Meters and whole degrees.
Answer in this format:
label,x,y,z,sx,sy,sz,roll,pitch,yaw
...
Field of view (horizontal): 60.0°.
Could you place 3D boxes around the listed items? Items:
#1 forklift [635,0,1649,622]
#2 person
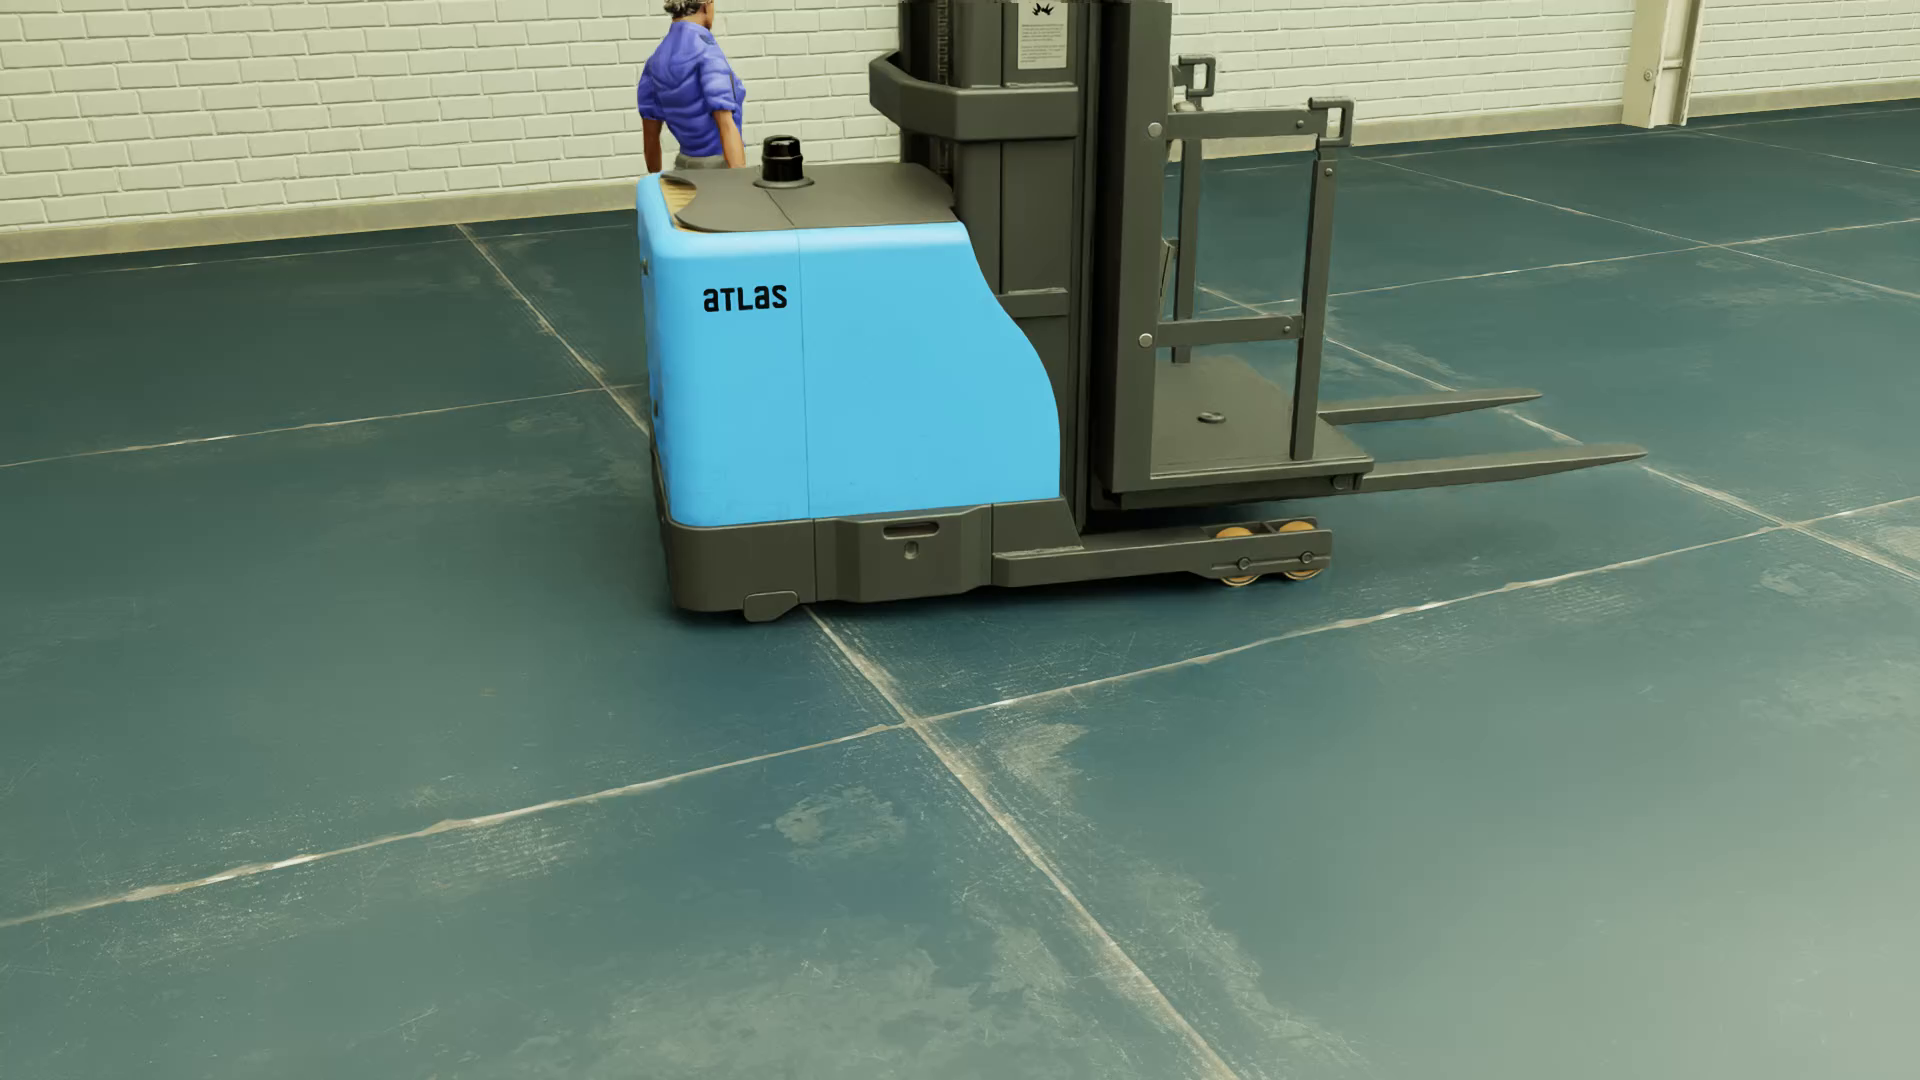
label,x,y,z,sx,sy,sz,roll,pitch,yaw
forklift,0.598,-1.413,4.687,3.031,2.935,1.130,-5,23,-12
person,-0.970,-1.277,6.139,0.461,1.583,0.789,-18,28,-36
